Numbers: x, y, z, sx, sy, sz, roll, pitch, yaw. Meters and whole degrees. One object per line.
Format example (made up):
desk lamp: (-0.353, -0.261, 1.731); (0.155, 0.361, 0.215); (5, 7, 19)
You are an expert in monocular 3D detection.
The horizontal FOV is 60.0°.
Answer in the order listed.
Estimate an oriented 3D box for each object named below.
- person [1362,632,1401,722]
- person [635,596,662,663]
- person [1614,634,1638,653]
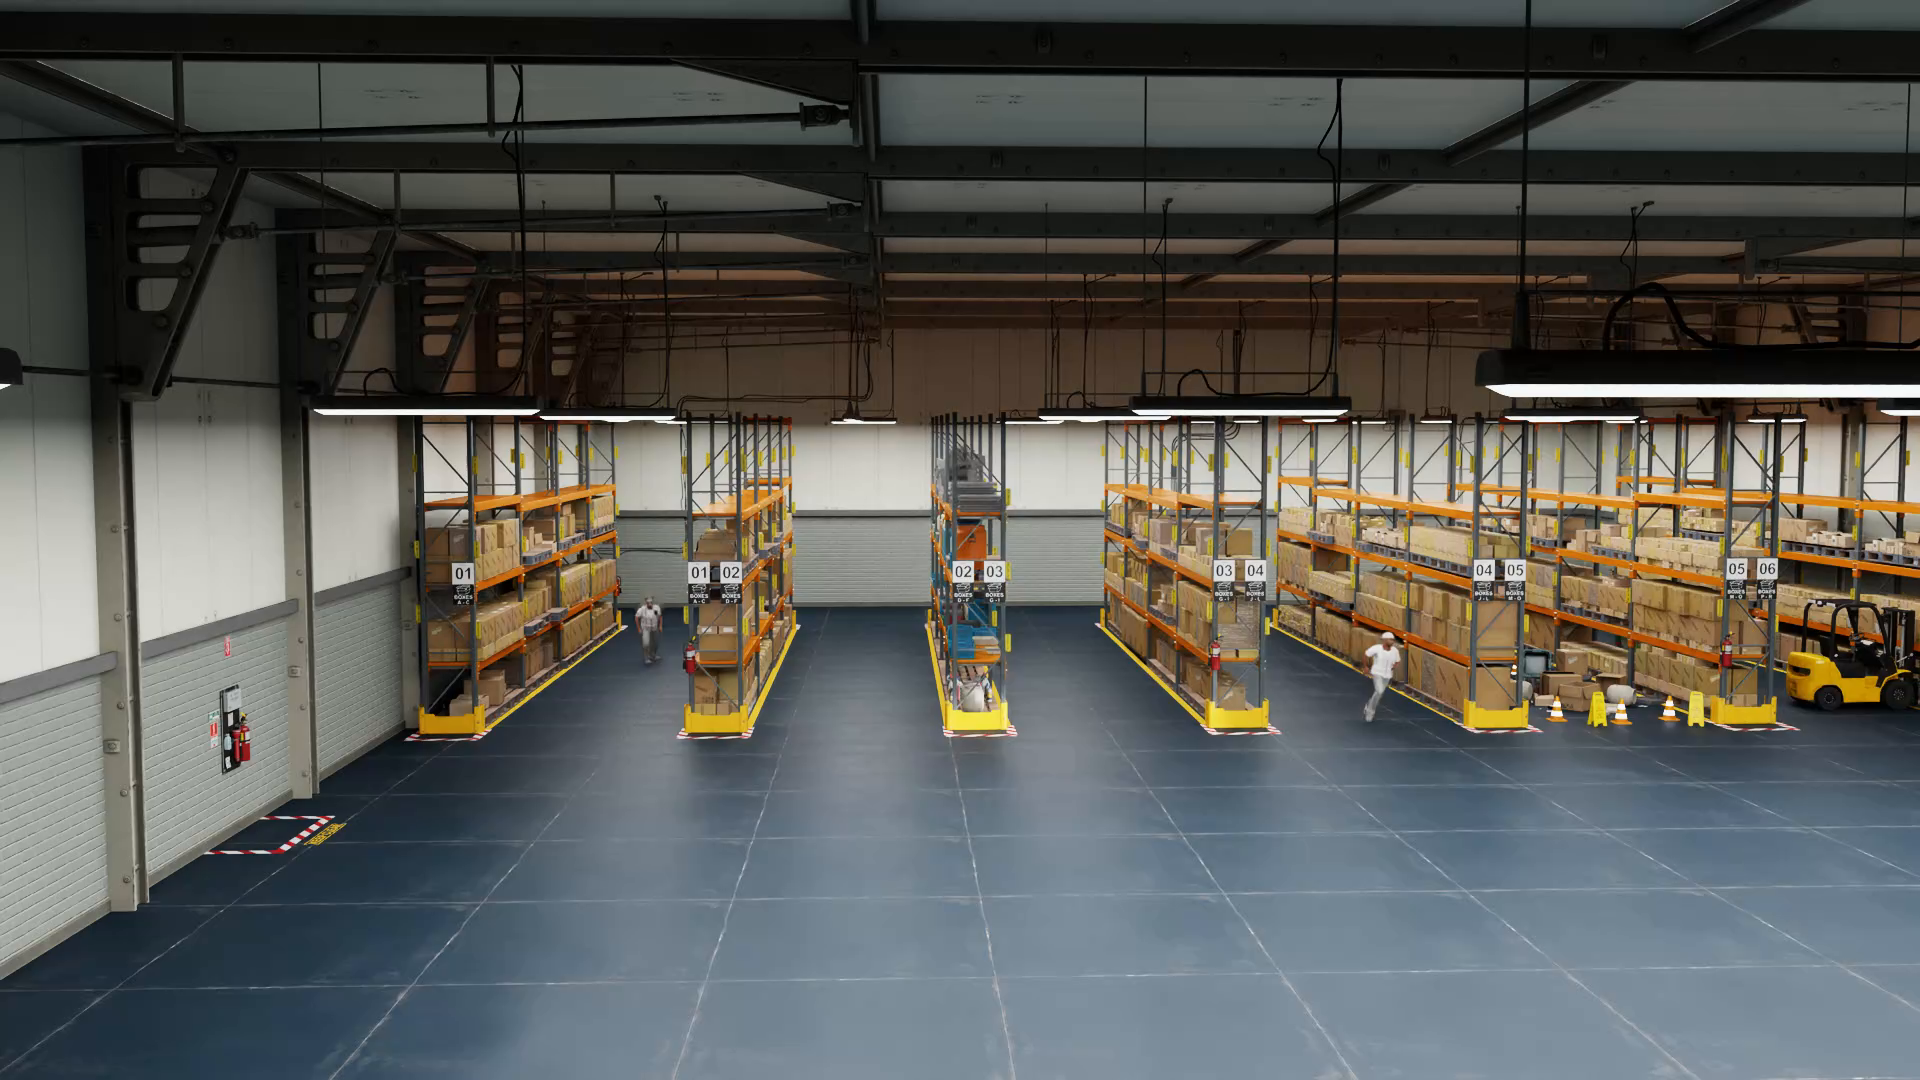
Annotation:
person: (8.170, 2.637, 32.438); (0.819, 1.696, 0.738); (-1, 4, -15)
person: (-7.565, 2.155, 40.422); (0.710, 1.640, 0.824); (-2, 4, -29)
person: (16.559, 2.042, 41.378); (0.664, 1.740, 0.843); (-1, 4, -12)
